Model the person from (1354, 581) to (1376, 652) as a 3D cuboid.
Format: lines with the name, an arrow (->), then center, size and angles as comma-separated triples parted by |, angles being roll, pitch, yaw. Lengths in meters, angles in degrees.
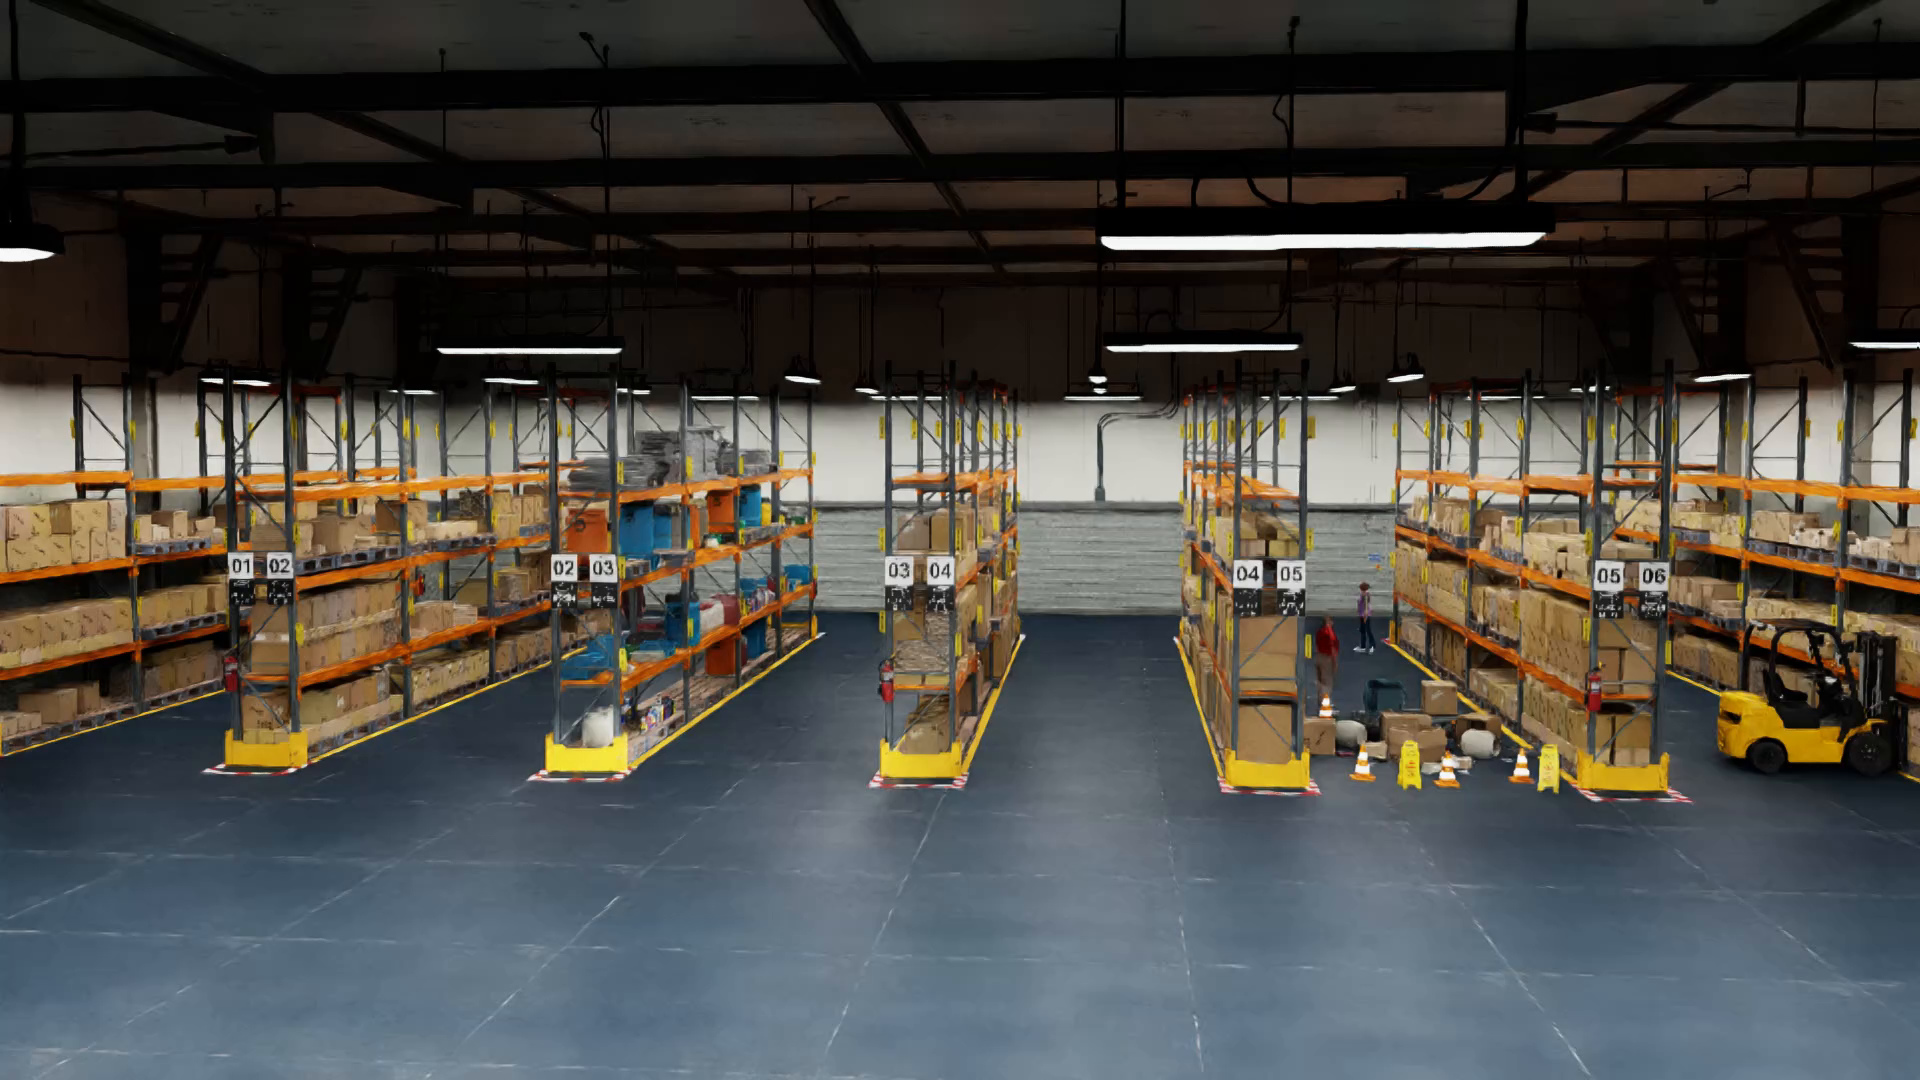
person -> 9.190, 1.728, 37.684 | 0.466, 1.594, 0.602 | 1, 4, 9

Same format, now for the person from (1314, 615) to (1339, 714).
person -> 6.545, 2.184, 29.488 | 0.476, 1.738, 0.626 | -1, 4, -19

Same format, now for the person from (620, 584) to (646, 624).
person -> -7.721, 1.565, 39.092 | 0.598, 1.698, 1.193 | 0, 4, 7
